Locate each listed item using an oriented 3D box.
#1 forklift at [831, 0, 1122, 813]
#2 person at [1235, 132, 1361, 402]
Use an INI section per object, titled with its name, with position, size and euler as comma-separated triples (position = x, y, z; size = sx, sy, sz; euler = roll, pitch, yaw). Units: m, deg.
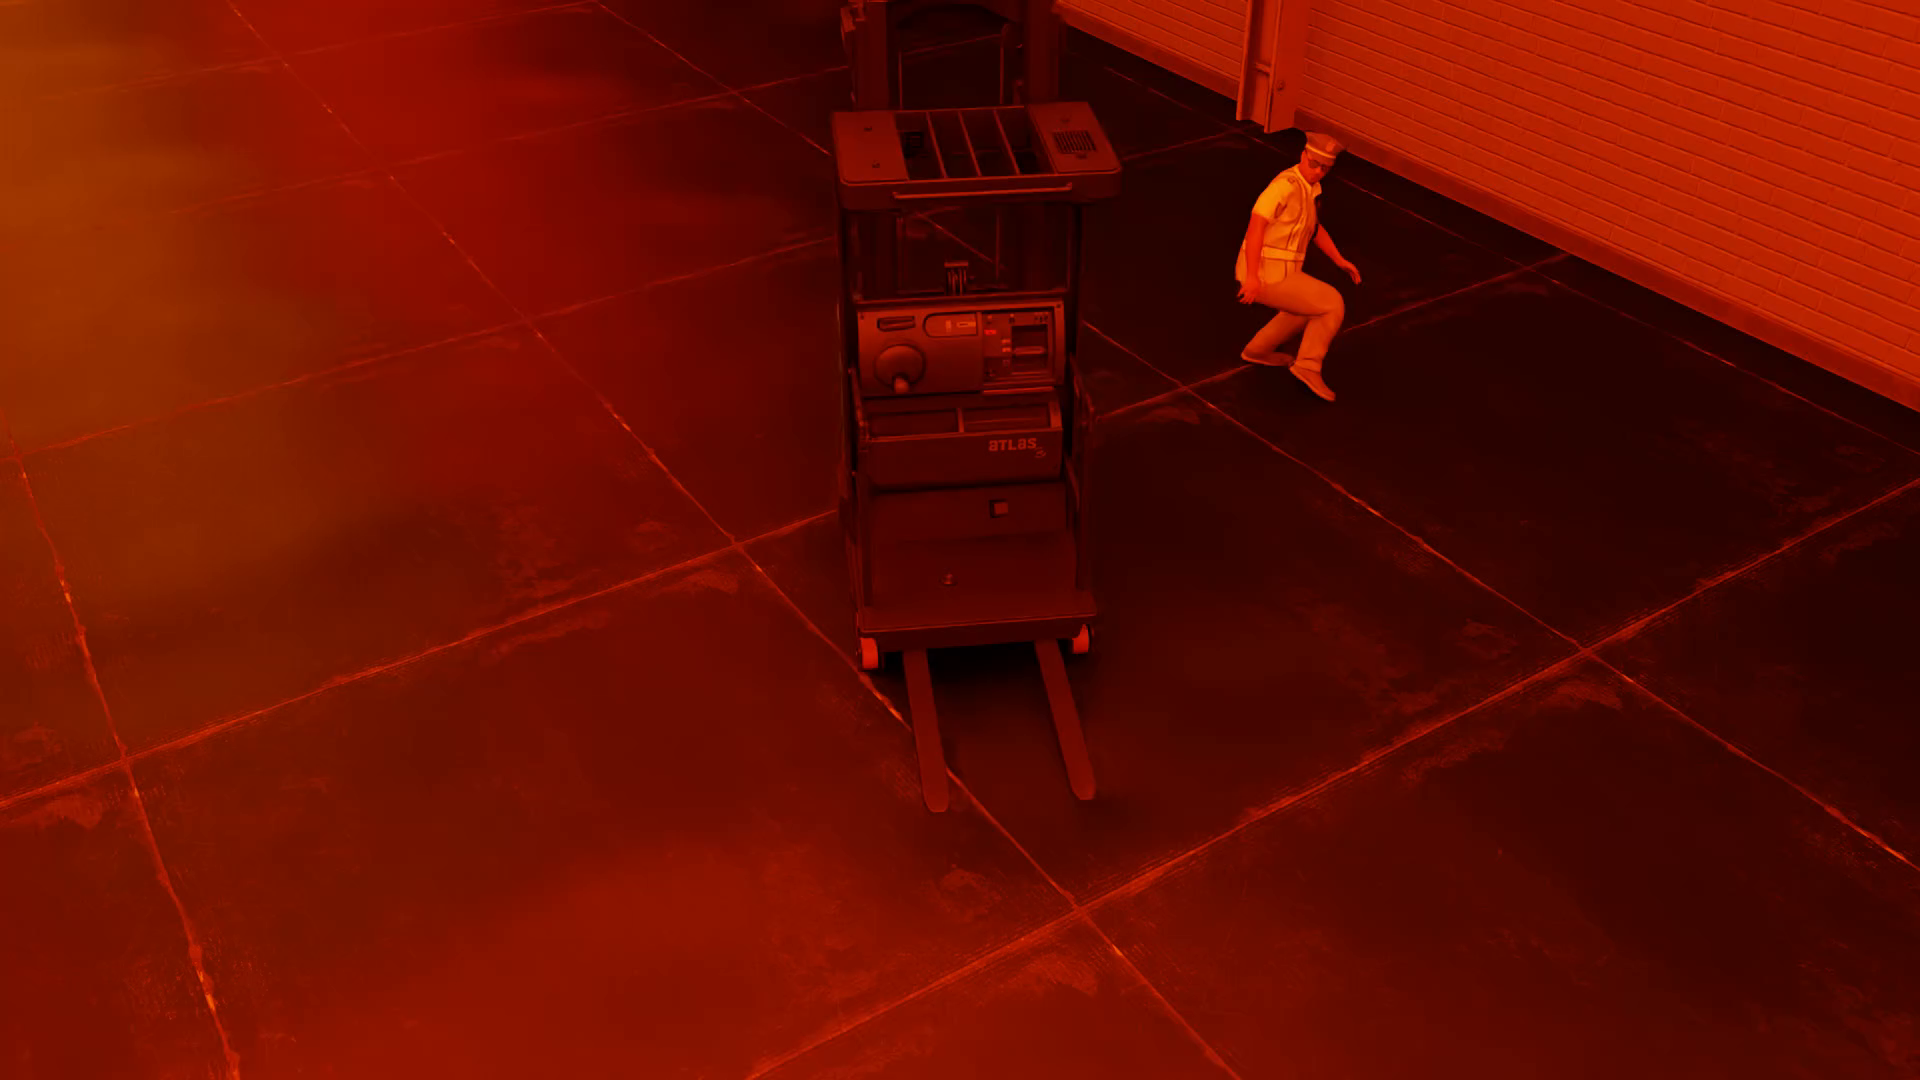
[forklift]
position = 0.037, -0.799, 7.285
size = 1.130, 2.935, 3.031
euler = -4, 35, -6
[person]
position = 1.970, -1.577, 9.632
size = 0.740, 1.549, 0.780
euler = 6, 36, 9
